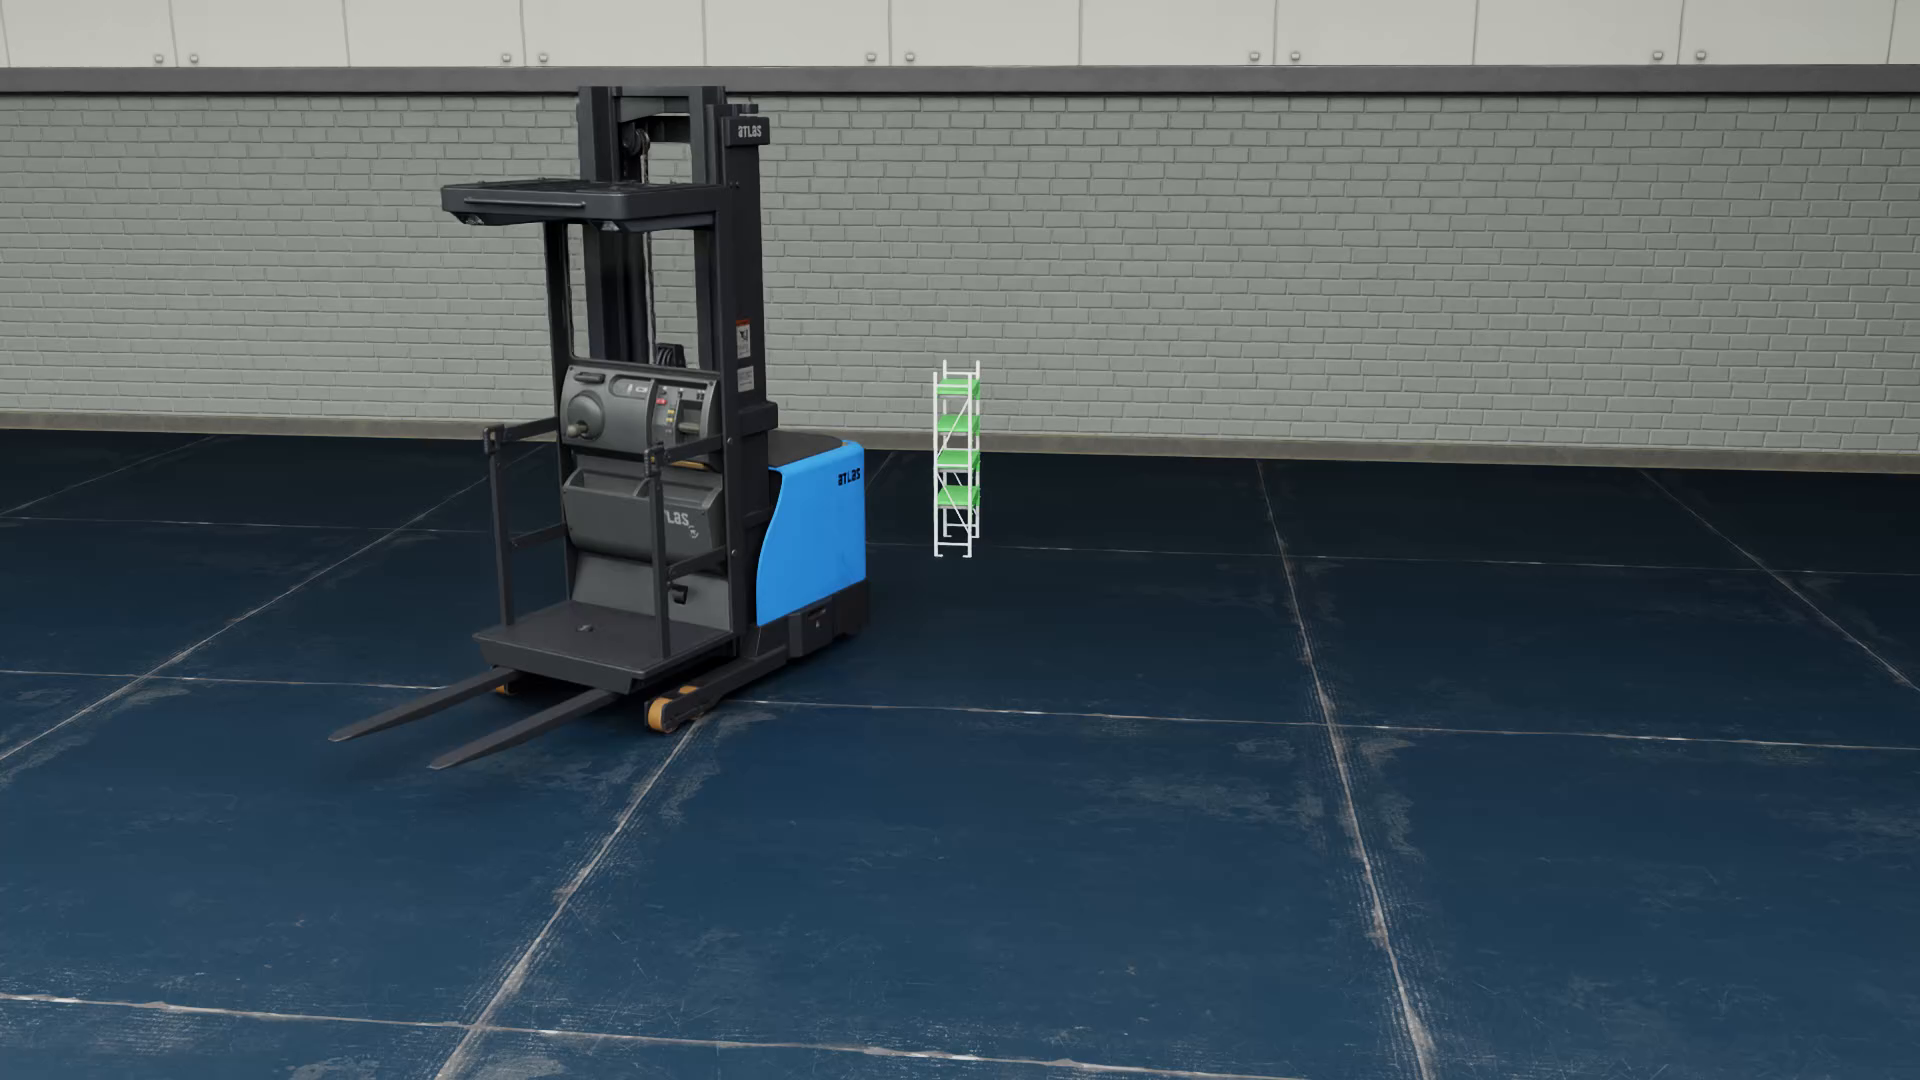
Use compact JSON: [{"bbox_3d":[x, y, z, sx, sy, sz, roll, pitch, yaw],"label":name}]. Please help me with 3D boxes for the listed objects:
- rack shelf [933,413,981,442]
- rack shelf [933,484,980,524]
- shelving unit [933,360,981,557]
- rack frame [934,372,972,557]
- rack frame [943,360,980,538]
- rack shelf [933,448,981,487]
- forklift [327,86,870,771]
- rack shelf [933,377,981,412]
[{"bbox_3d":[-0.019,-0.706,10.801,0.258,0.148,0.480,2,15,6],"label":"rack shelf"},{"bbox_3d":[-0.019,-0.243,10.926,0.258,0.148,0.480,2,15,6],"label":"rack shelf"},{"bbox_3d":[-0.019,-0.536,10.847,0.258,1.200,0.503,2,15,6],"label":"shelving unit"},{"bbox_3d":[-0.046,-0.473,10.613,0.240,1.200,0.015,2,15,6],"label":"rack frame"},{"bbox_3d":[0.009,-0.600,11.081,0.240,1.200,0.015,2,15,6],"label":"rack frame"},{"bbox_3d":[-0.019,-0.475,10.863,0.258,0.148,0.480,2,15,6],"label":"rack shelf"},{"bbox_3d":[-1.677,-0.644,7.927,1.130,2.935,3.031,9,17,29],"label":"forklift"},{"bbox_3d":[-0.019,-0.938,10.738,0.258,0.148,0.480,2,15,6],"label":"rack shelf"}]
